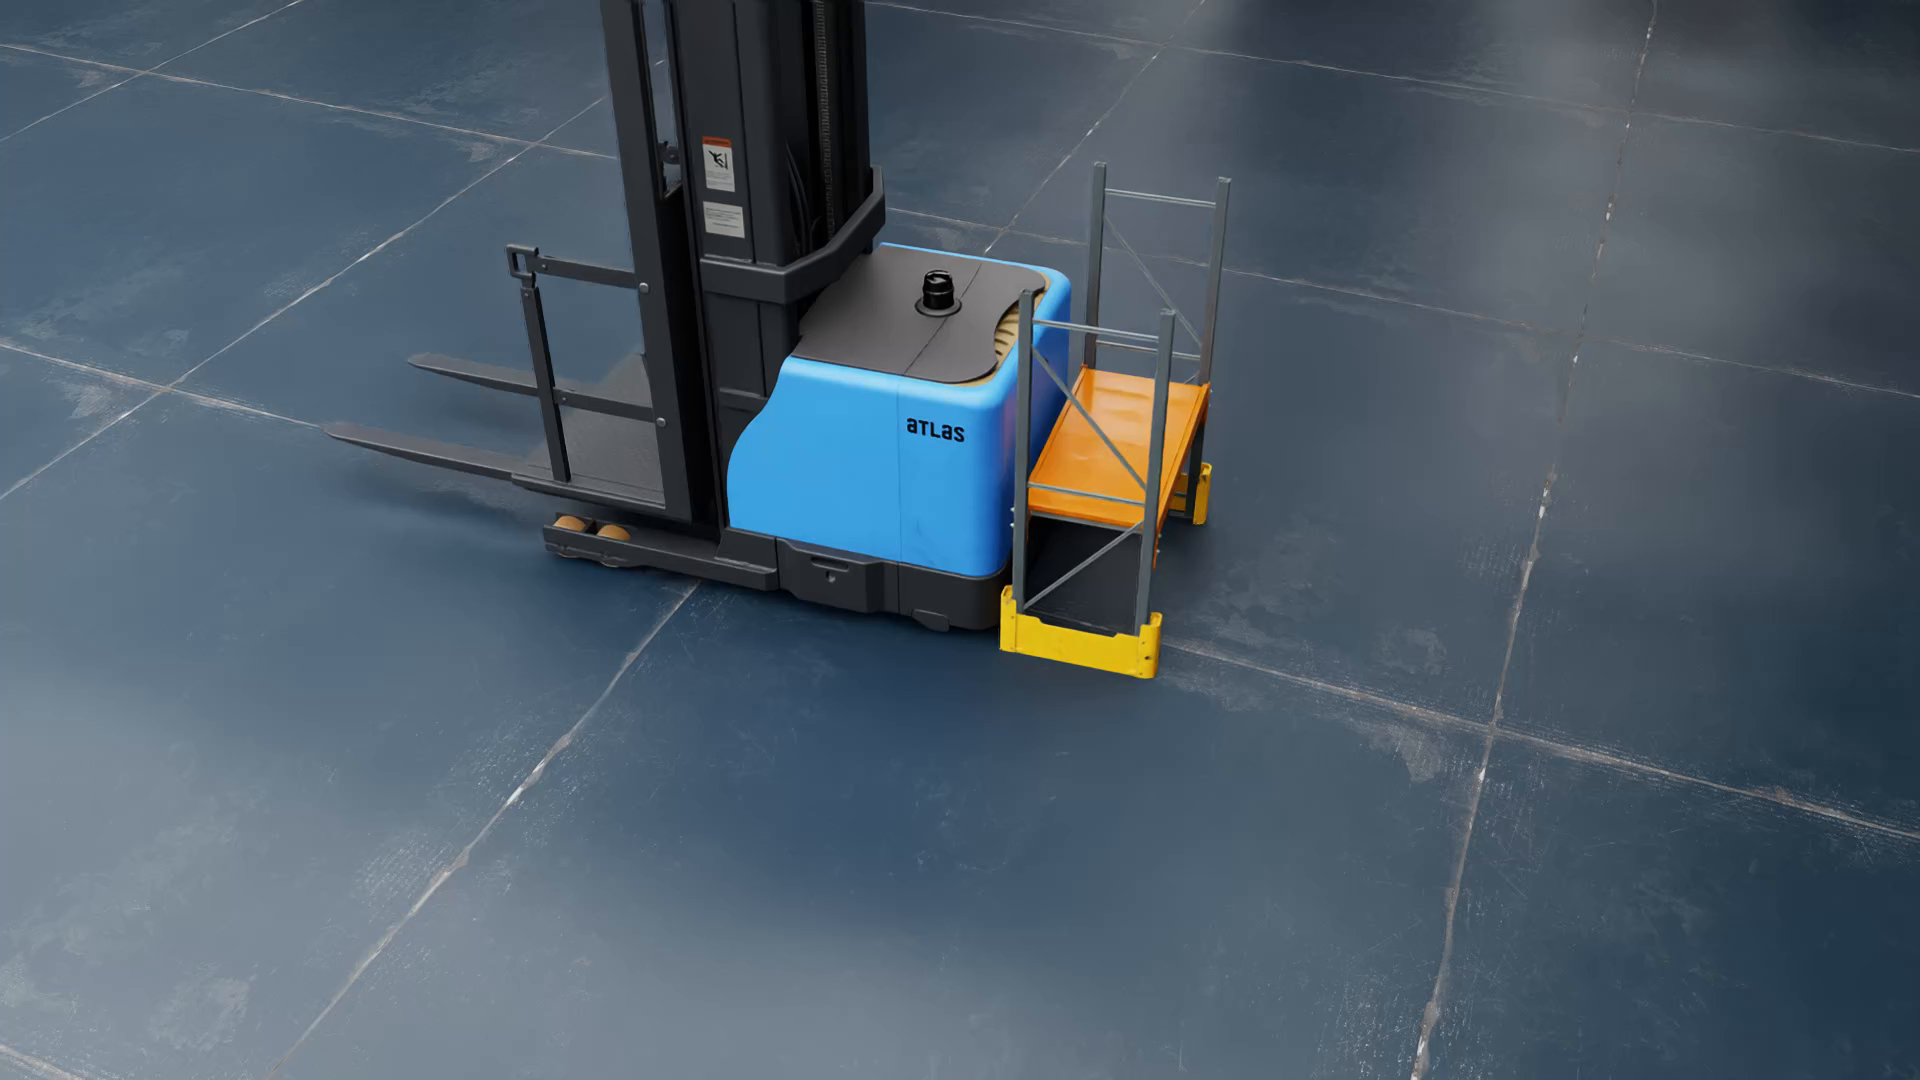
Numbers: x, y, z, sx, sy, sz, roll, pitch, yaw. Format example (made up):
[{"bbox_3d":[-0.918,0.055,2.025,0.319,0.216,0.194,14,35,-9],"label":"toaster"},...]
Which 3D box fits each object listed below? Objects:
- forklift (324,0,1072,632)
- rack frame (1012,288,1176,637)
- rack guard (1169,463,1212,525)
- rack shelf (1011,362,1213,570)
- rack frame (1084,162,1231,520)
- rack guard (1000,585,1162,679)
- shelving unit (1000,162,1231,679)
[{"bbox_3d":[-1.136,-1.351,6.110,3.031,2.935,1.130,11,38,15],"label":"forklift"},{"bbox_3d":[0.432,-0.153,5.702,0.500,1.500,0.032,10,38,14],"label":"rack frame"},{"bbox_3d":[0.732,-0.233,6.853,0.587,0.250,0.087,10,38,14],"label":"rack guard"},{"bbox_3d":[0.582,-0.300,6.199,0.538,0.185,1.000,10,38,14],"label":"rack shelf"},{"bbox_3d":[0.732,-0.734,6.480,0.500,1.500,0.032,10,38,14],"label":"rack frame"},{"bbox_3d":[0.438,0.337,6.091,0.587,0.250,0.087,10,38,14],"label":"rack guard"},{"bbox_3d":[0.585,-0.449,6.098,0.587,1.500,1.083,10,38,14],"label":"shelving unit"}]
